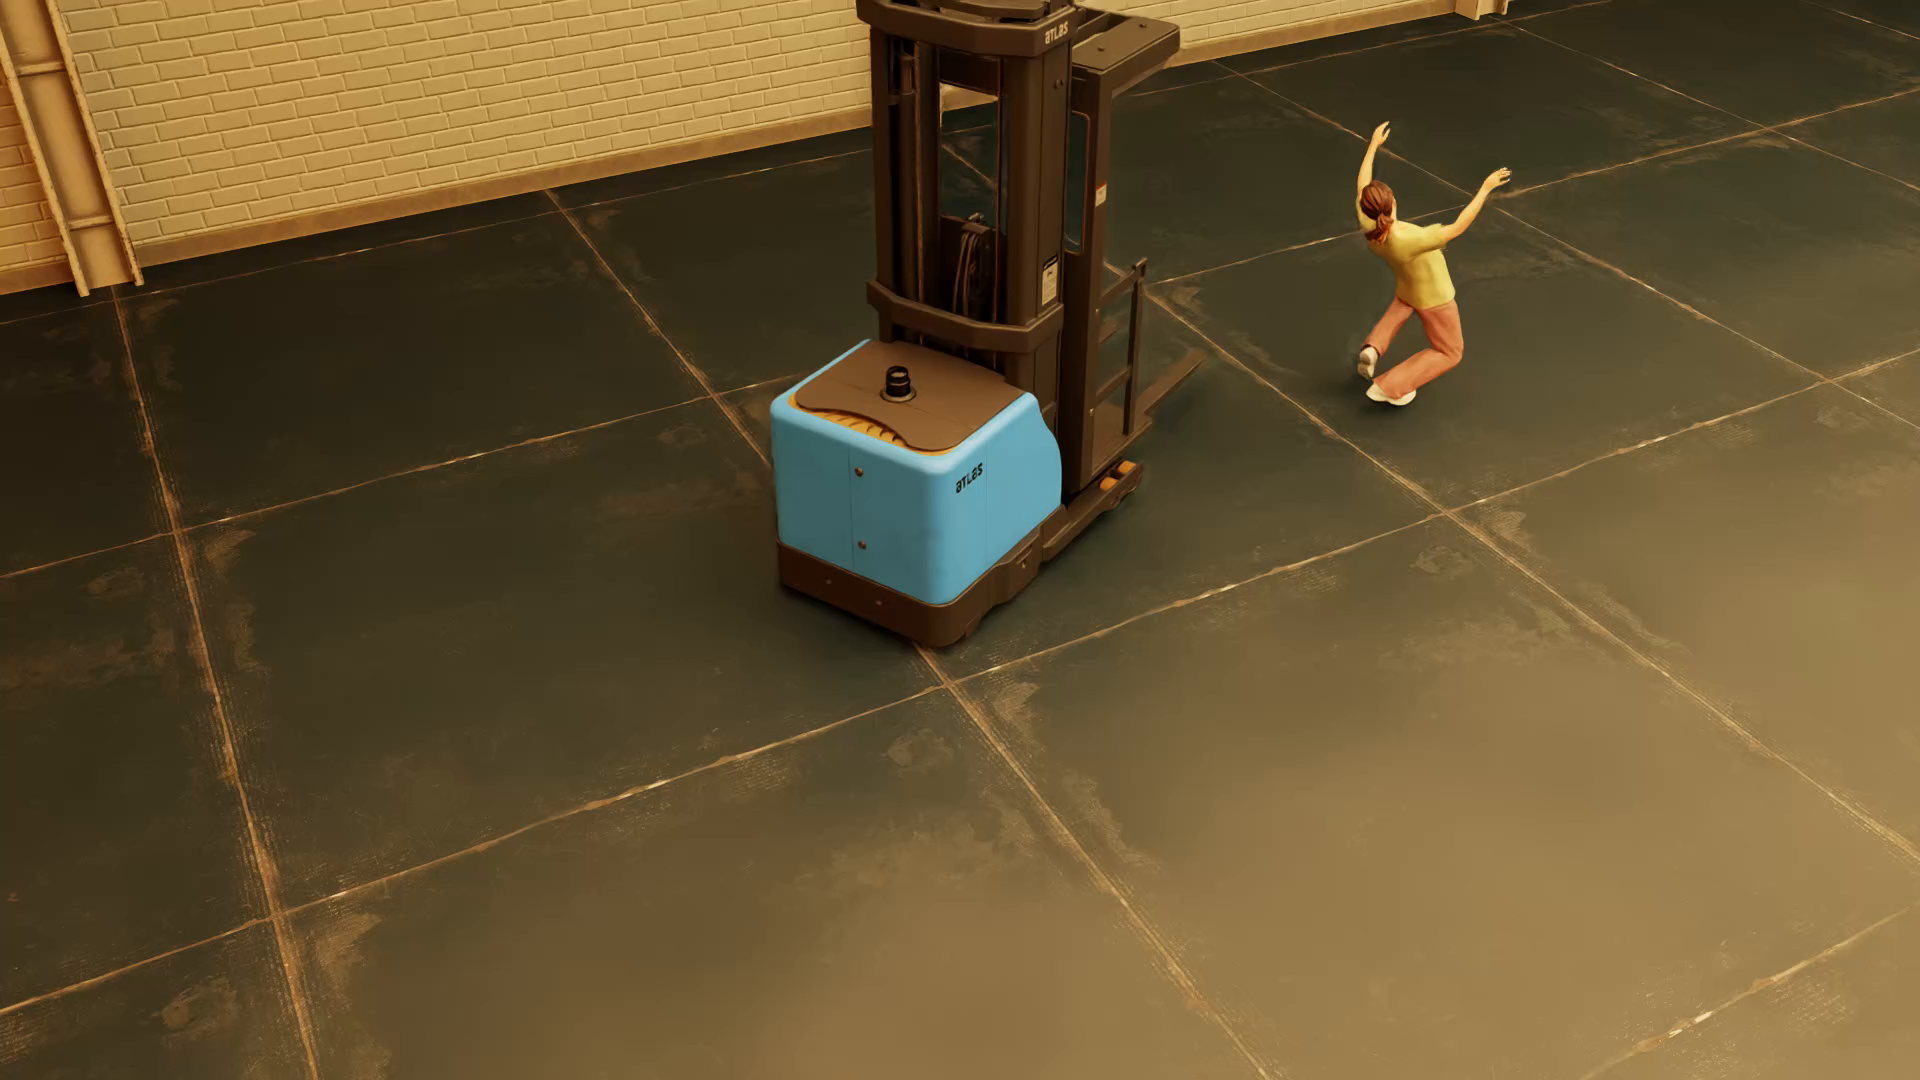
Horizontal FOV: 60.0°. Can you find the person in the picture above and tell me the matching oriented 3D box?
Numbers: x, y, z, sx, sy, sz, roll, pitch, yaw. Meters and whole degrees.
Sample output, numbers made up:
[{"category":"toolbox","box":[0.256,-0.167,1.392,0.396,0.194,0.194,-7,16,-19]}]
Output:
[{"category":"person","box":[2.509,-1.505,9.470,0.728,1.530,0.862,-15,38,-20]}]

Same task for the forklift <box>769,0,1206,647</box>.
[{"category":"forklift","box":[0.336,-1.505,8.252,1.130,2.935,3.031,21,40,27]}]
